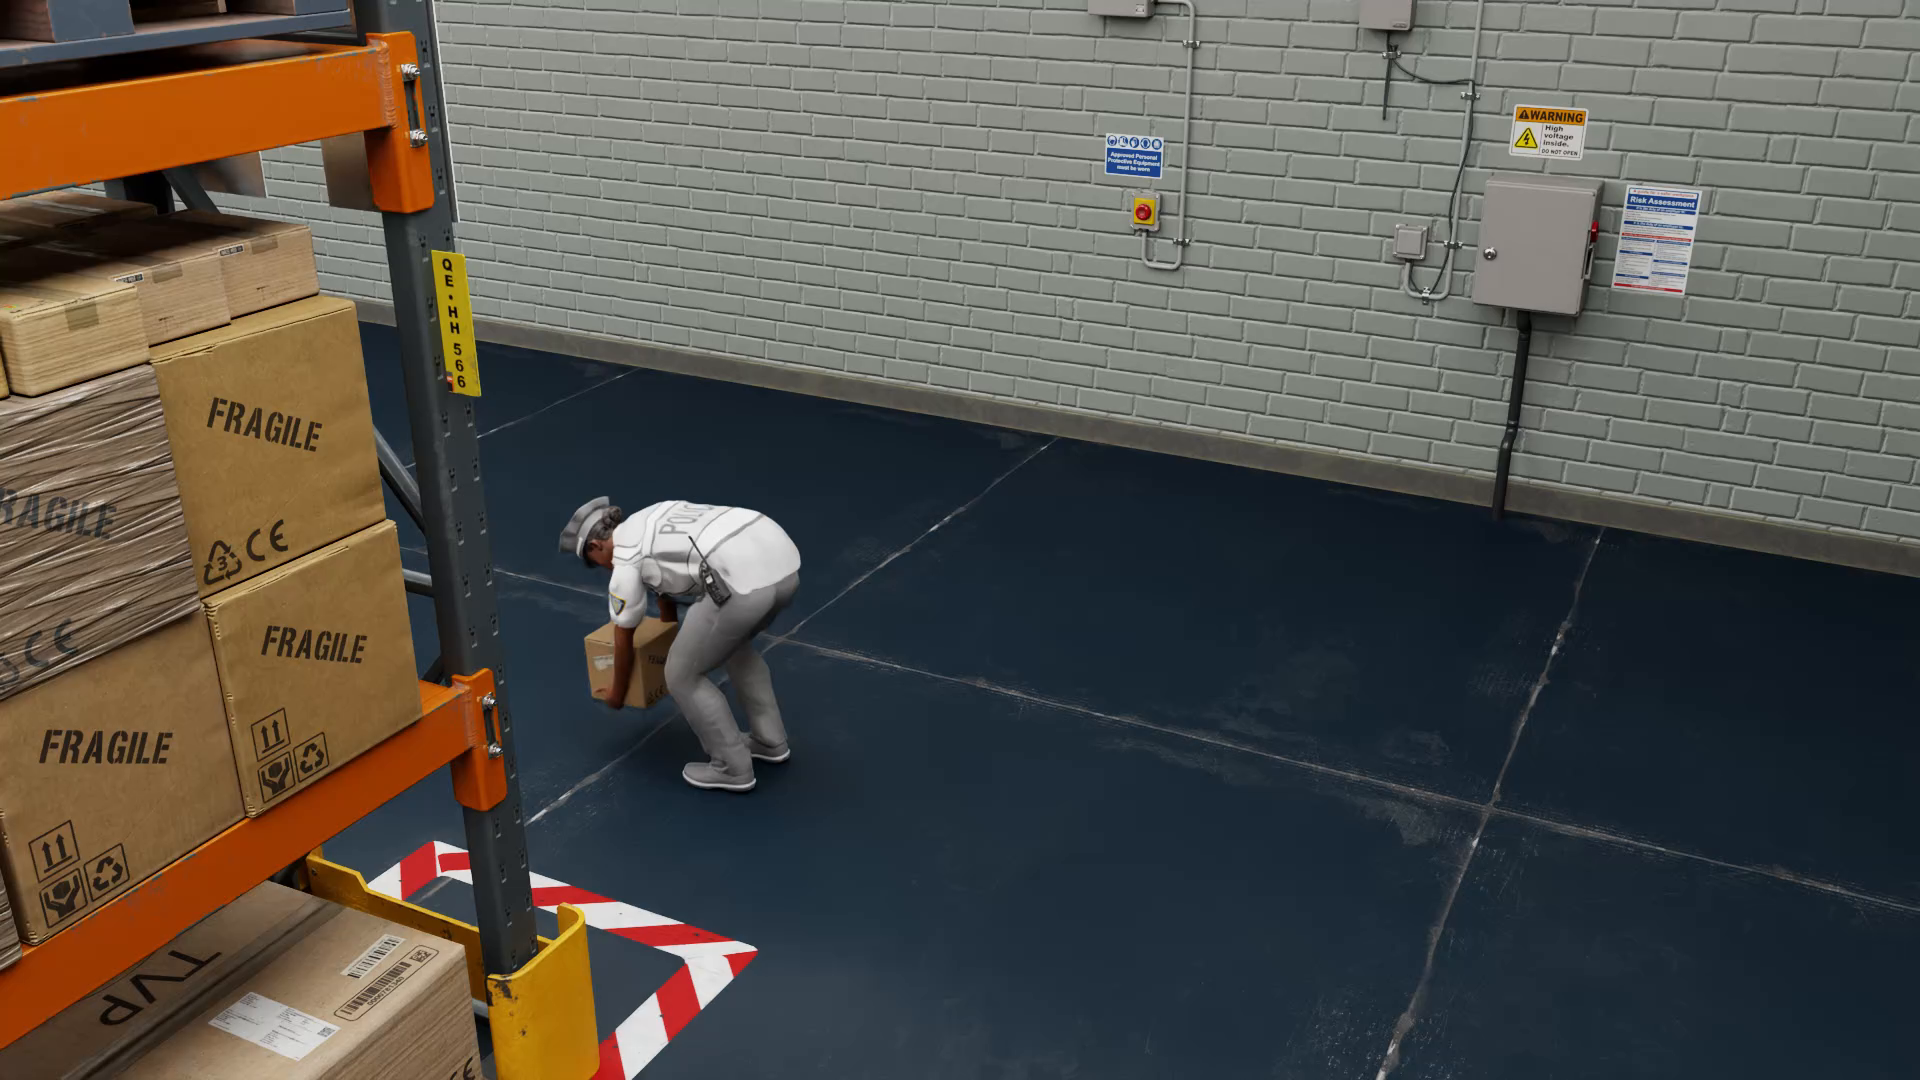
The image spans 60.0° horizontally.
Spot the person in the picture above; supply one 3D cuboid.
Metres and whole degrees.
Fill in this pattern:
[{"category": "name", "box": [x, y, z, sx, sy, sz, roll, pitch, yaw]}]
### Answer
[{"category": "person", "box": [-1.022, 0.351, 6.093, 0.938, 1.022, 0.436, 10, 25, 23]}]
